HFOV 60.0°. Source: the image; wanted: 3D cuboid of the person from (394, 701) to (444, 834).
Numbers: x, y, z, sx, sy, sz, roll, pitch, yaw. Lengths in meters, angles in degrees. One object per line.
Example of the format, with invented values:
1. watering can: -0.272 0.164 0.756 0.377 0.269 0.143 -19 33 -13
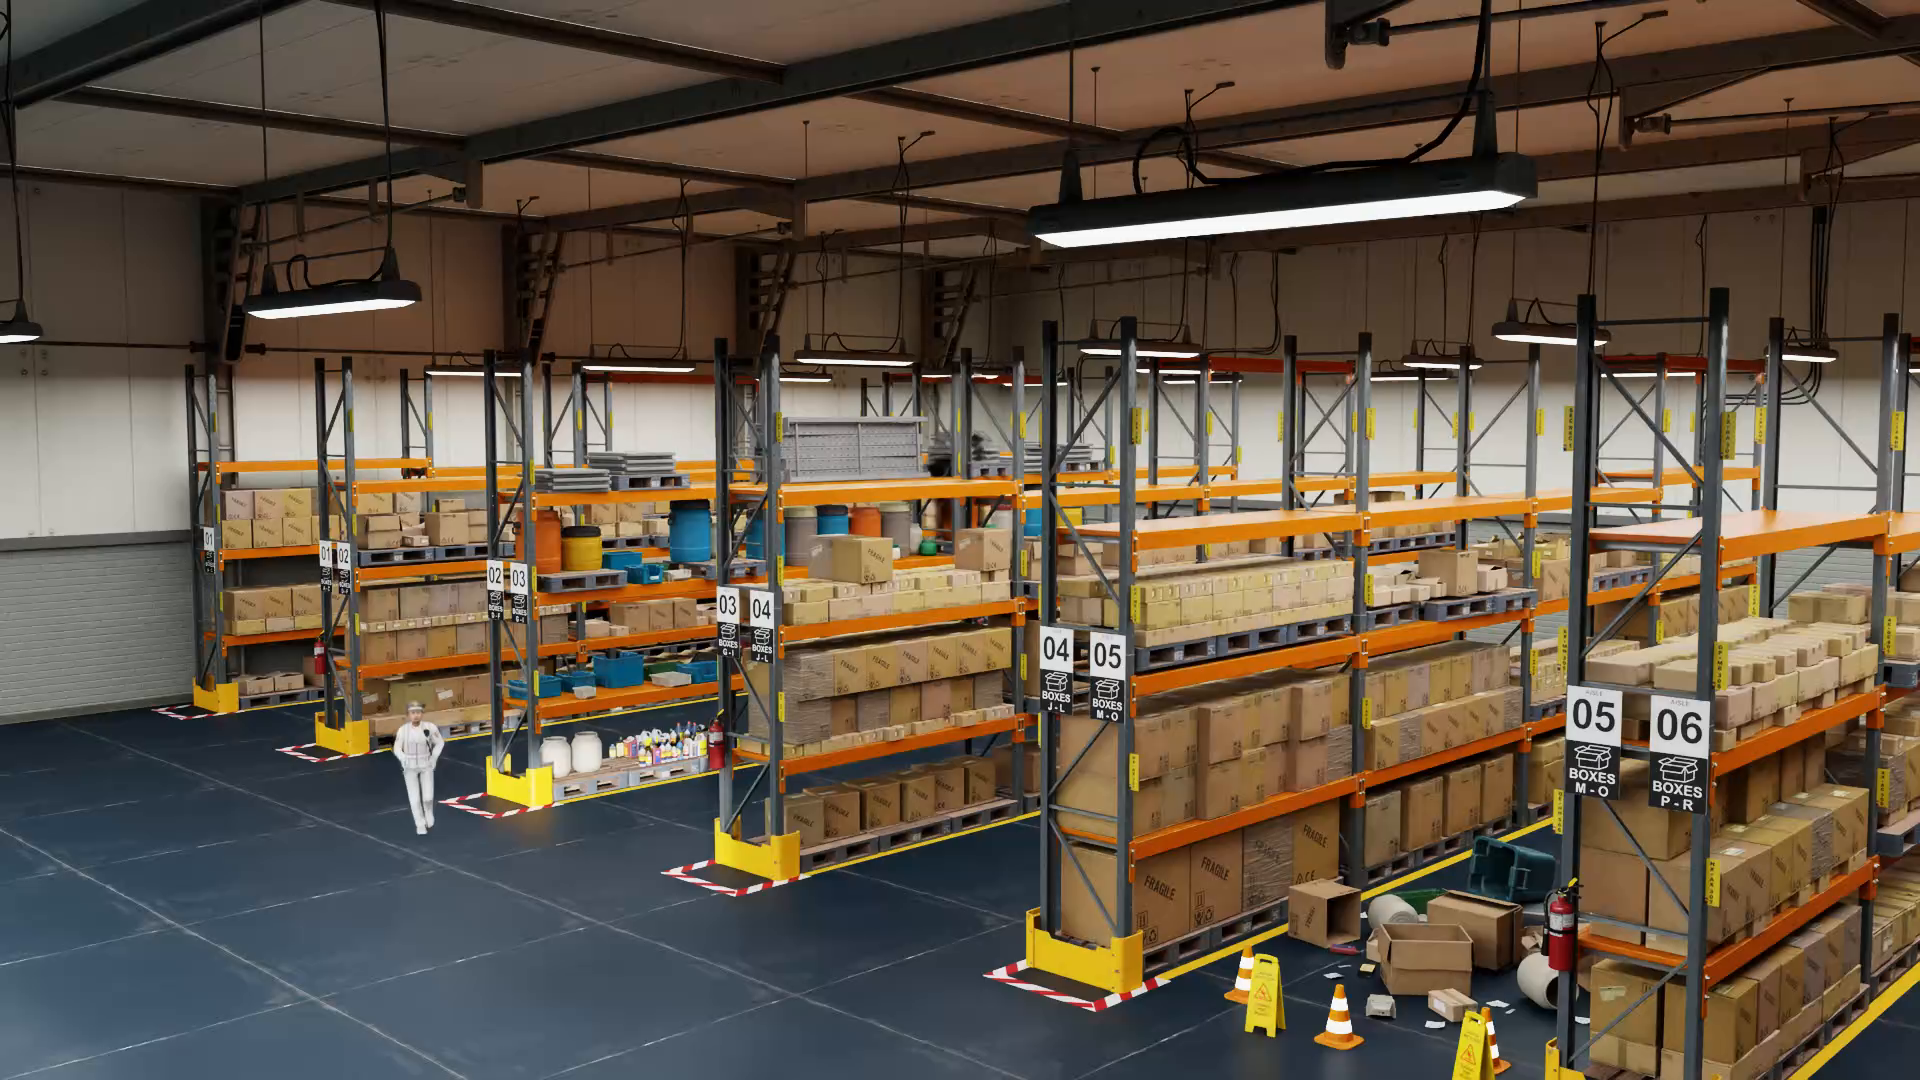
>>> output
1. person: -6.603 2.781 20.289 0.591 1.653 0.497 -1 5 -14
